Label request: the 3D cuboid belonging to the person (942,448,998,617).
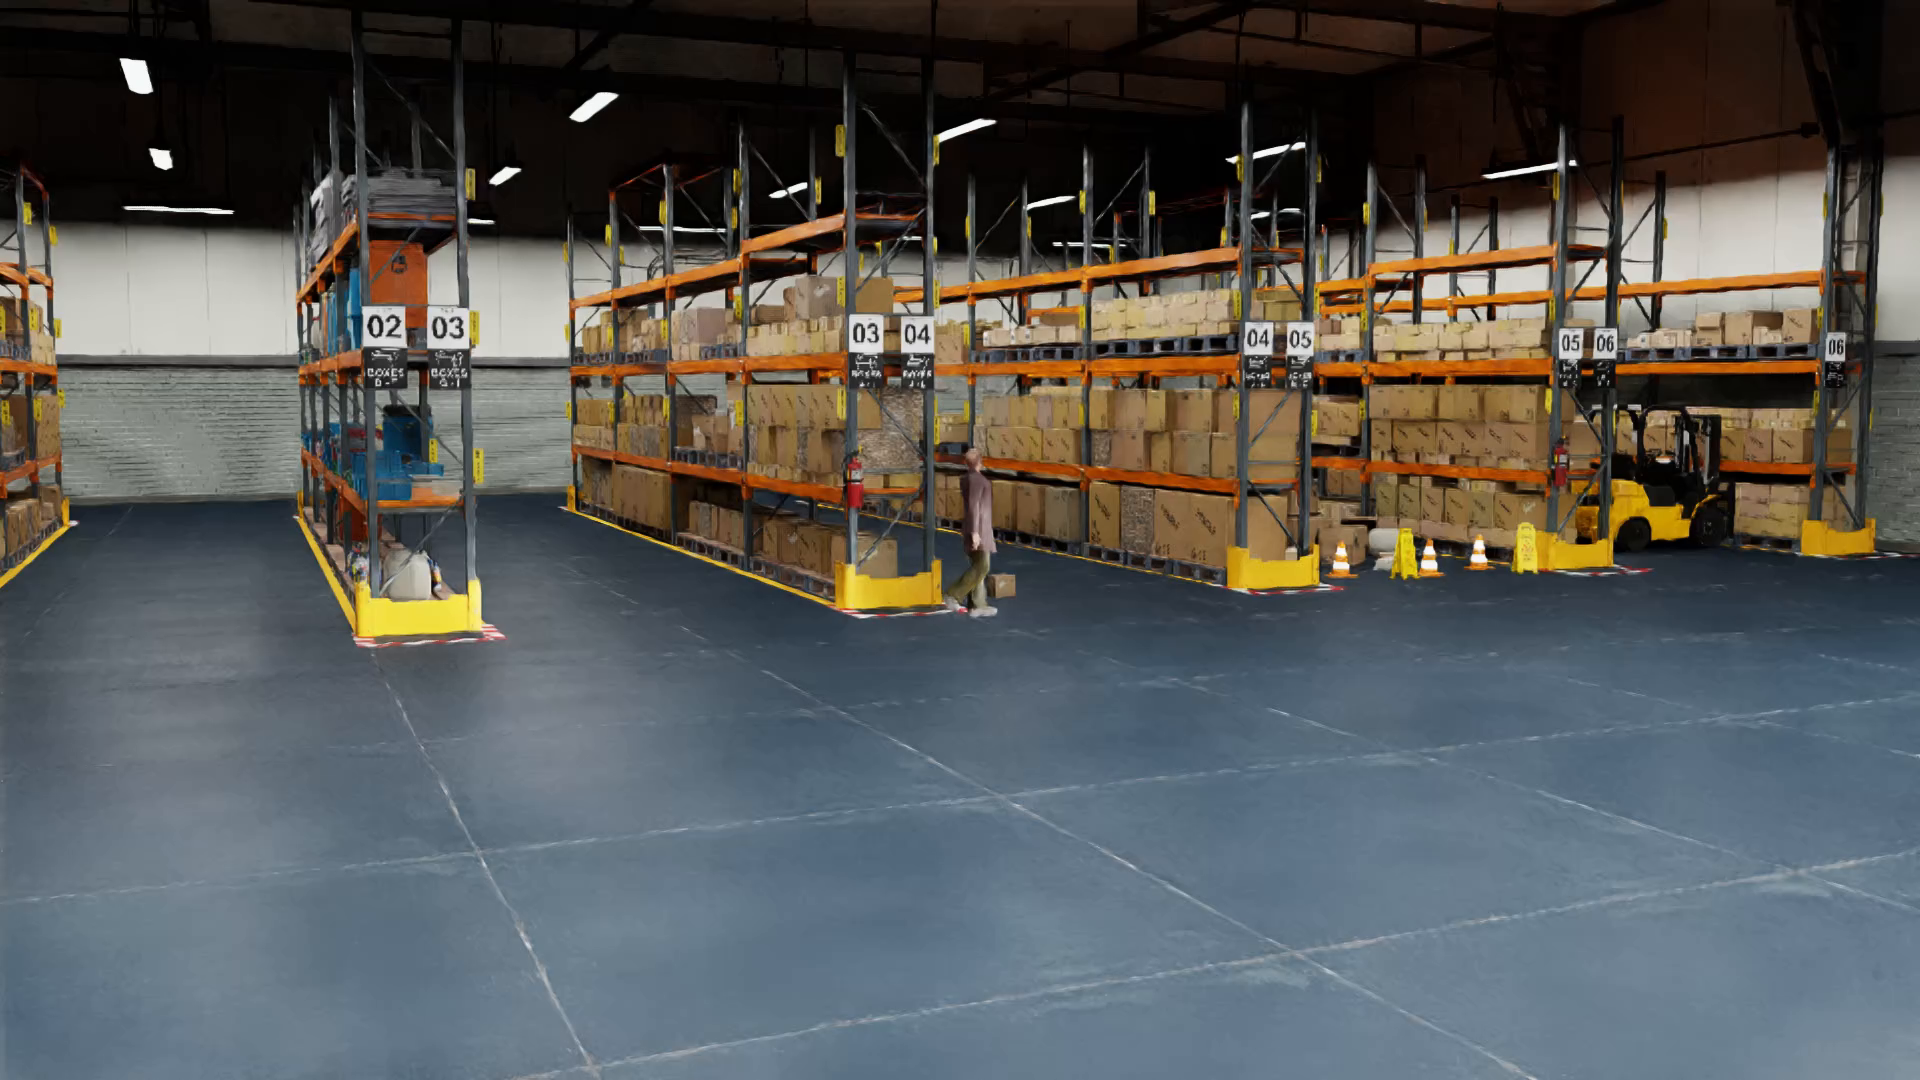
[{"bbox_3d":[0.120,-0.064,17.394,0.666,1.770,0.788,-1,5,-12],"label":"person"}]
